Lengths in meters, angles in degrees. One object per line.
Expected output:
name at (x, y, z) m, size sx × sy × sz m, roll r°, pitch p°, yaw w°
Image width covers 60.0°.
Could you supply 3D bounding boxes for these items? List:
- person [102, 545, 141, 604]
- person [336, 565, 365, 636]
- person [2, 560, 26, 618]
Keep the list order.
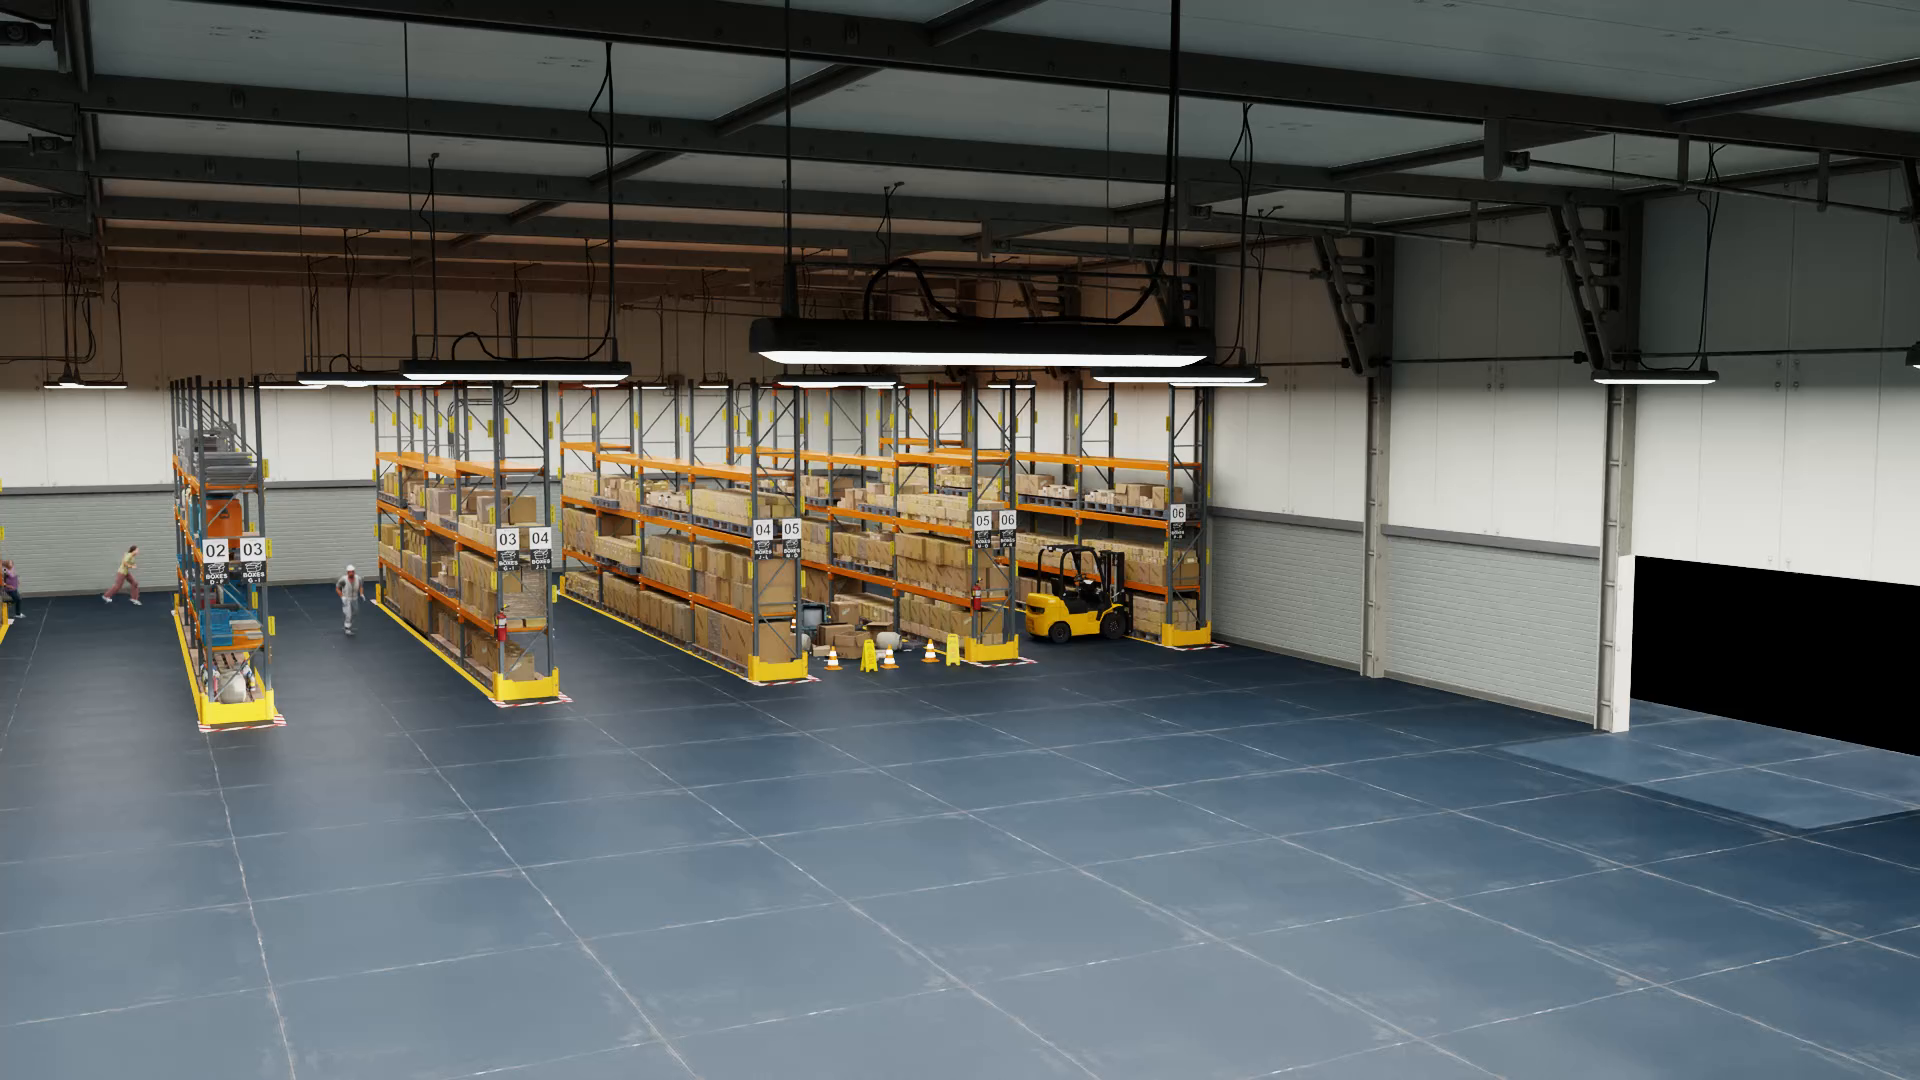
person at (-22.636, 0.973, 44.864) m, size 0.974 × 1.607 × 0.617 m, roll -2°, pitch 5°, yaw -17°
person at (-14.352, 1.410, 39.062) m, size 0.870 × 1.694 × 0.655 m, roll 5°, pitch 7°, yaw 42°
person at (-24.100, 1.239, 42.045) m, size 0.626 × 1.522 × 0.596 m, roll 0°, pitch 5°, yaw 0°
